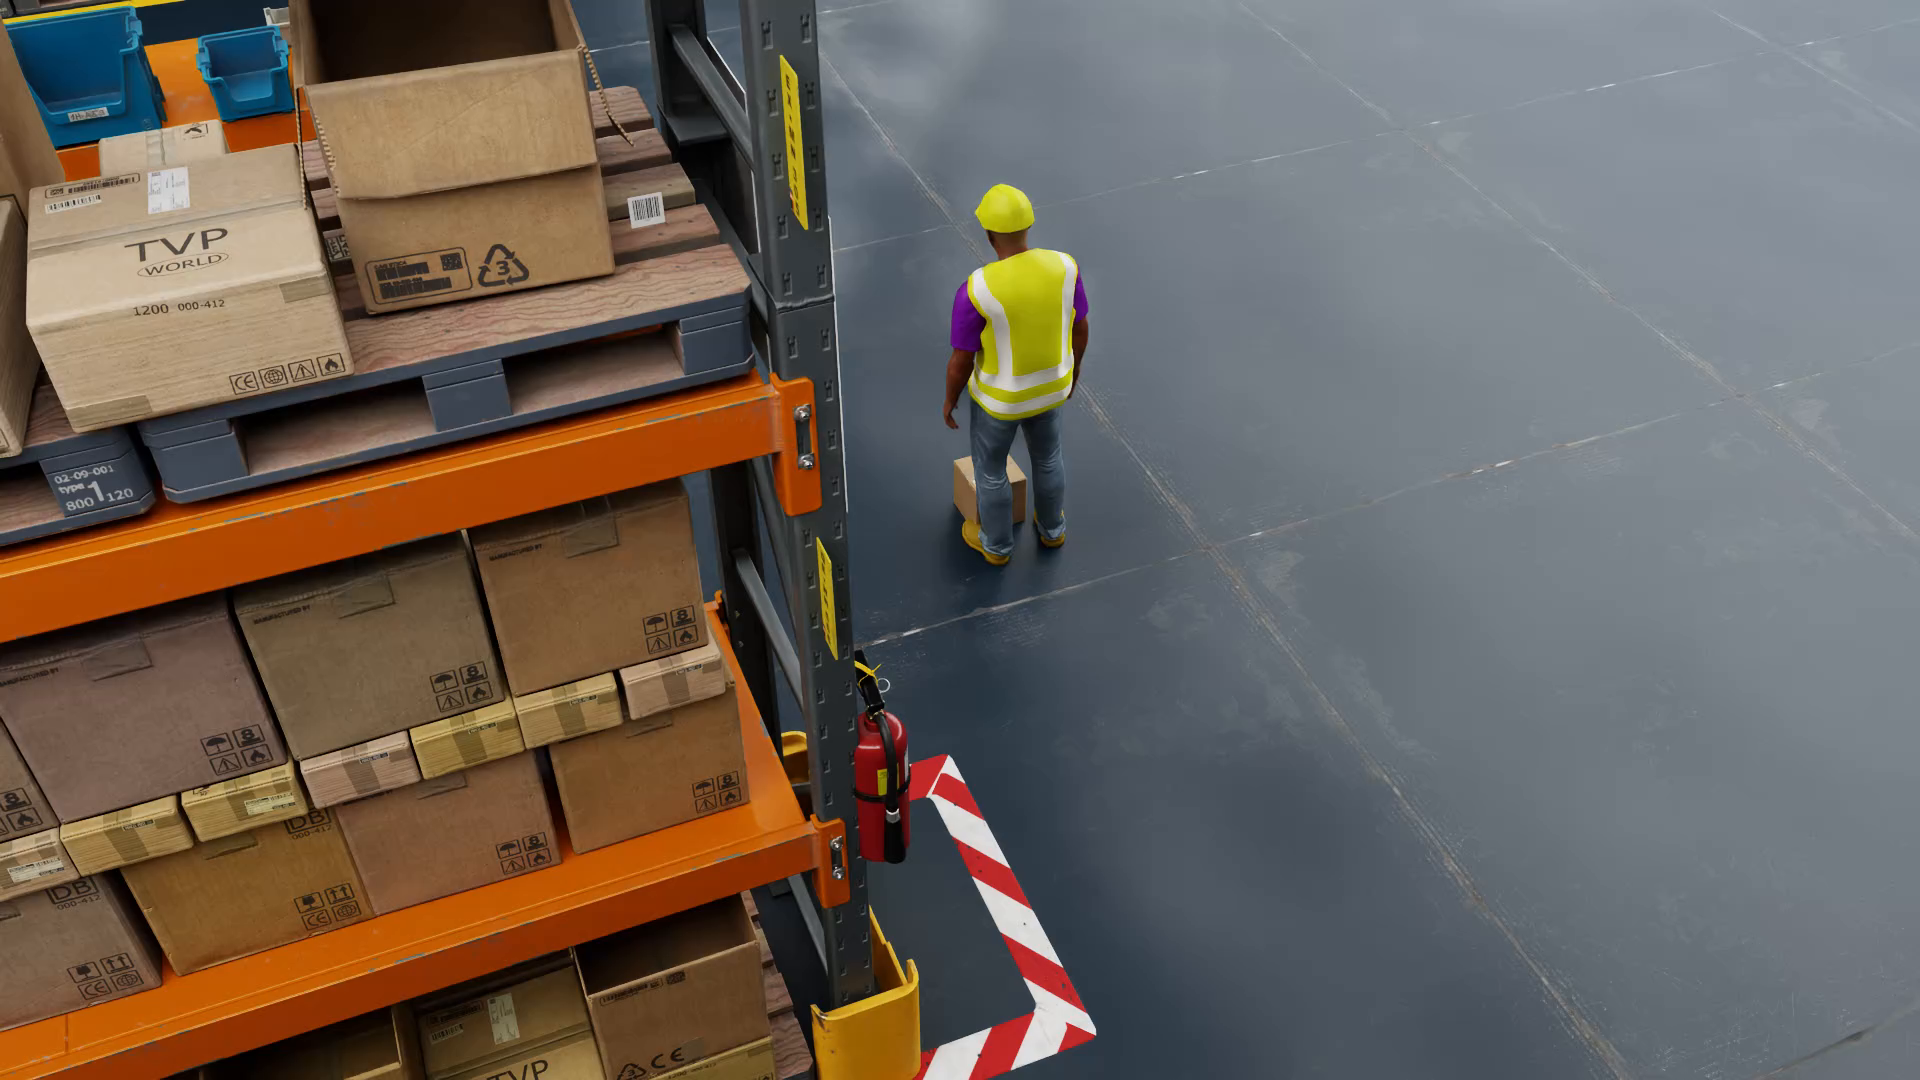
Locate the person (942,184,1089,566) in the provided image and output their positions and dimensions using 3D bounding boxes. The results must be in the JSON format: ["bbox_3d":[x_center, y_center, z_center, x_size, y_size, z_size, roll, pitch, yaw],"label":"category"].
[{"bbox_3d":[0.226,-0.653,6.883,0.638,1.761,0.459,-17,44,-18],"label":"person"}]
